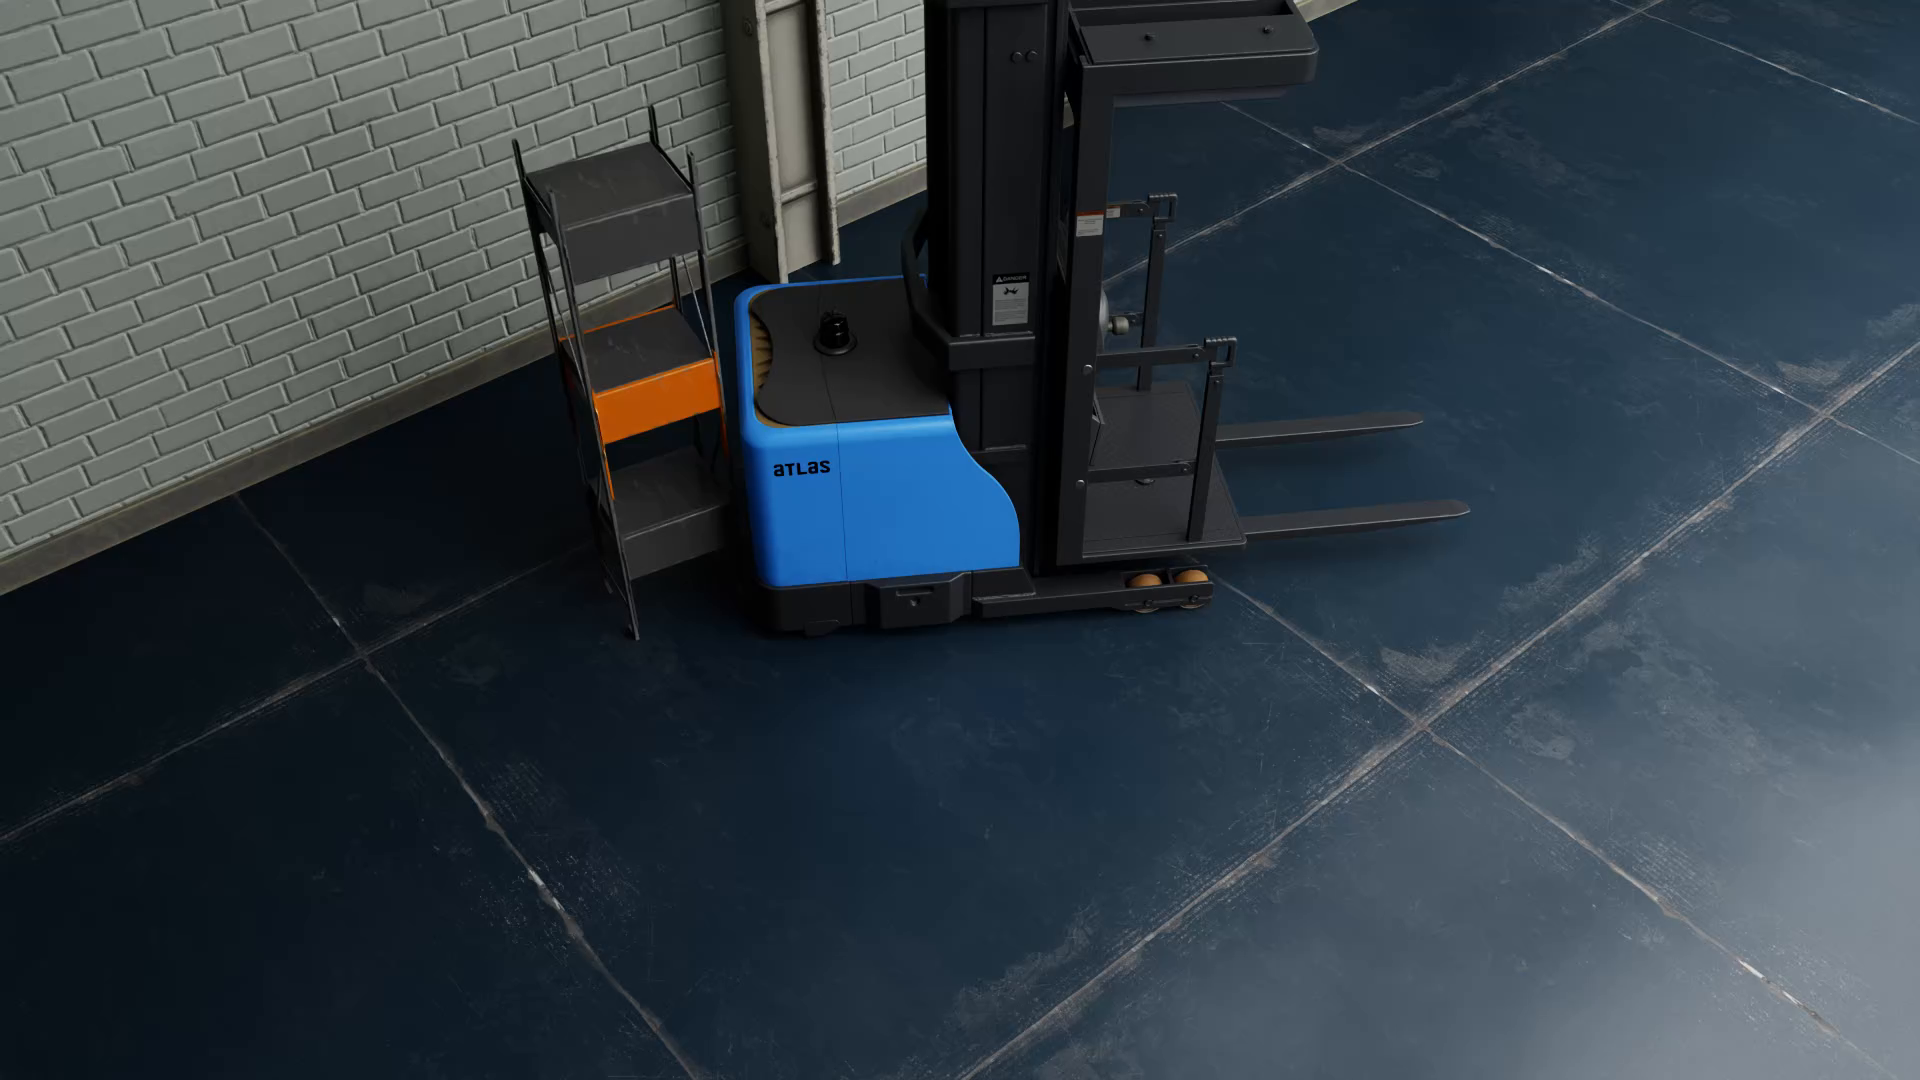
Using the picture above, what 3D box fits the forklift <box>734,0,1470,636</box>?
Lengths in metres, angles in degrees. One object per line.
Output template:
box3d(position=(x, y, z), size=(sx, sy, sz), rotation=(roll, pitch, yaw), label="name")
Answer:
box3d(position=(0.622, -1.122, 6.304), size=(3.031, 2.935, 1.130), rotation=(-5, 43, -5), label="forklift")

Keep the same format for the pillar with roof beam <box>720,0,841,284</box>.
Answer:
box3d(position=(1.881, -2.490, 3.328), size=(0.400, 9.000, 9.100), rotation=(-30, 51, -28), label="pillar with roof beam")

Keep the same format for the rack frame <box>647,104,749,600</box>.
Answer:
box3d(position=(-0.988, -0.635, 6.392), size=(0.015, 2.100, 0.400), rotation=(-21, 47, -21), label="rack frame")

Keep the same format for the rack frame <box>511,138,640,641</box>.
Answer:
box3d(position=(-1.416, -0.474, 6.221), size=(0.015, 2.100, 0.400), rotation=(-21, 47, -21), label="rack frame")

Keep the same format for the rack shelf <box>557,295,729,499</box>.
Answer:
box3d(position=(-1.202, -0.544, 6.316), size=(0.480, 0.518, 0.431), rotation=(-21, 47, -21), label="rack shelf")

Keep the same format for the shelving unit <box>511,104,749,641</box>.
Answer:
box3d(position=(-1.202, -0.554, 6.307), size=(0.503, 2.100, 0.431), rotation=(-21, 47, -21), label="shelving unit")

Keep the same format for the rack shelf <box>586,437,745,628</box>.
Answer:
box3d(position=(-1.202, -0.034, 6.795), size=(0.480, 0.518, 0.431), rotation=(-21, 47, -21), label="rack shelf")

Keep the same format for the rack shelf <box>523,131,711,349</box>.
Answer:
box3d(position=(-1.202, -1.055, 5.837), size=(0.480, 0.518, 0.431), rotation=(-21, 47, -21), label="rack shelf")
